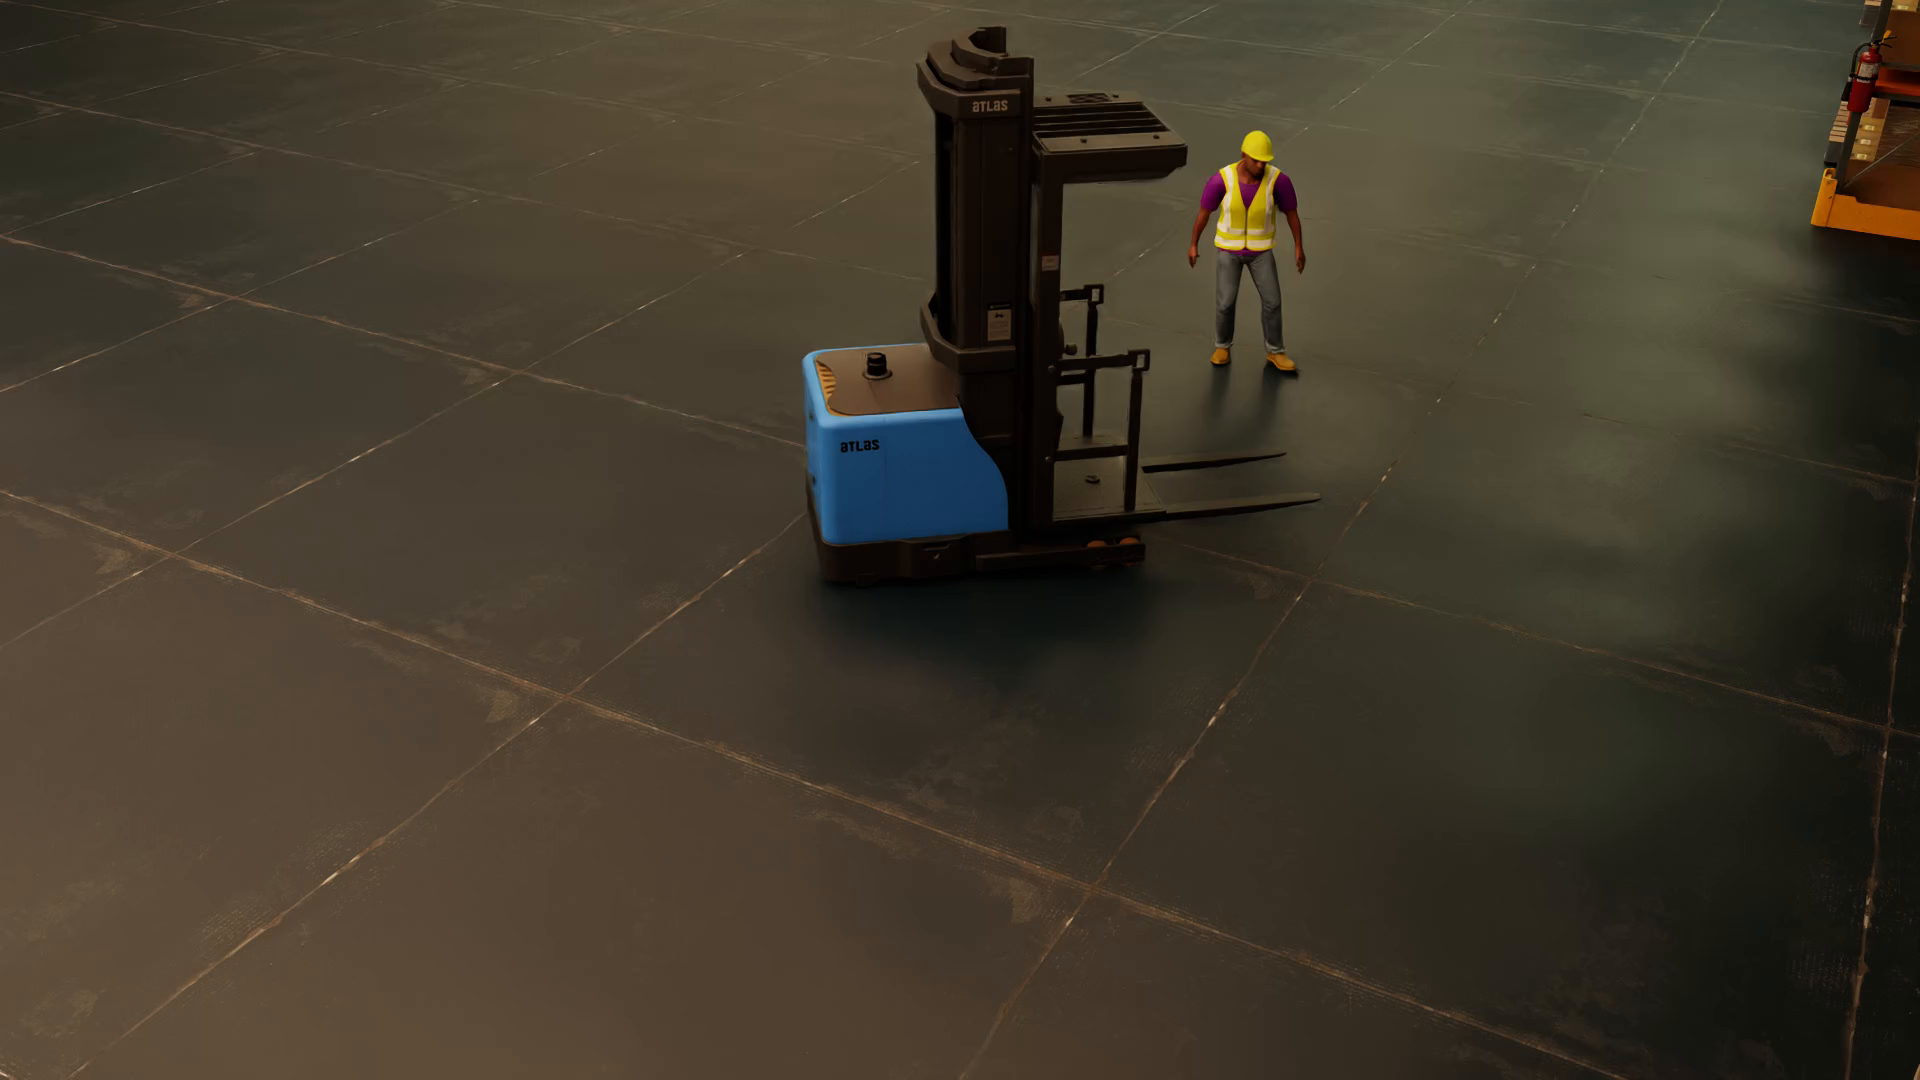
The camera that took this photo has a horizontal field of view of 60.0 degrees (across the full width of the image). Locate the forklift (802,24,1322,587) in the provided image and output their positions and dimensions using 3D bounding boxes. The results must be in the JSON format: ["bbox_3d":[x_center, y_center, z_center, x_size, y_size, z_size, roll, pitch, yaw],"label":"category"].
[{"bbox_3d":[0.626,-1.353,9.414,3.031,2.935,1.130,-5,30,-9],"label":"forklift"}]

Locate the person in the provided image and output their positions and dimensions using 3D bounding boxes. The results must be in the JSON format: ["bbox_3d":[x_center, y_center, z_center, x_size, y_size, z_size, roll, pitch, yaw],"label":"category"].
[{"bbox_3d":[2.048,-2.066,11.845,0.841,1.737,0.428,3,30,5],"label":"person"}]
